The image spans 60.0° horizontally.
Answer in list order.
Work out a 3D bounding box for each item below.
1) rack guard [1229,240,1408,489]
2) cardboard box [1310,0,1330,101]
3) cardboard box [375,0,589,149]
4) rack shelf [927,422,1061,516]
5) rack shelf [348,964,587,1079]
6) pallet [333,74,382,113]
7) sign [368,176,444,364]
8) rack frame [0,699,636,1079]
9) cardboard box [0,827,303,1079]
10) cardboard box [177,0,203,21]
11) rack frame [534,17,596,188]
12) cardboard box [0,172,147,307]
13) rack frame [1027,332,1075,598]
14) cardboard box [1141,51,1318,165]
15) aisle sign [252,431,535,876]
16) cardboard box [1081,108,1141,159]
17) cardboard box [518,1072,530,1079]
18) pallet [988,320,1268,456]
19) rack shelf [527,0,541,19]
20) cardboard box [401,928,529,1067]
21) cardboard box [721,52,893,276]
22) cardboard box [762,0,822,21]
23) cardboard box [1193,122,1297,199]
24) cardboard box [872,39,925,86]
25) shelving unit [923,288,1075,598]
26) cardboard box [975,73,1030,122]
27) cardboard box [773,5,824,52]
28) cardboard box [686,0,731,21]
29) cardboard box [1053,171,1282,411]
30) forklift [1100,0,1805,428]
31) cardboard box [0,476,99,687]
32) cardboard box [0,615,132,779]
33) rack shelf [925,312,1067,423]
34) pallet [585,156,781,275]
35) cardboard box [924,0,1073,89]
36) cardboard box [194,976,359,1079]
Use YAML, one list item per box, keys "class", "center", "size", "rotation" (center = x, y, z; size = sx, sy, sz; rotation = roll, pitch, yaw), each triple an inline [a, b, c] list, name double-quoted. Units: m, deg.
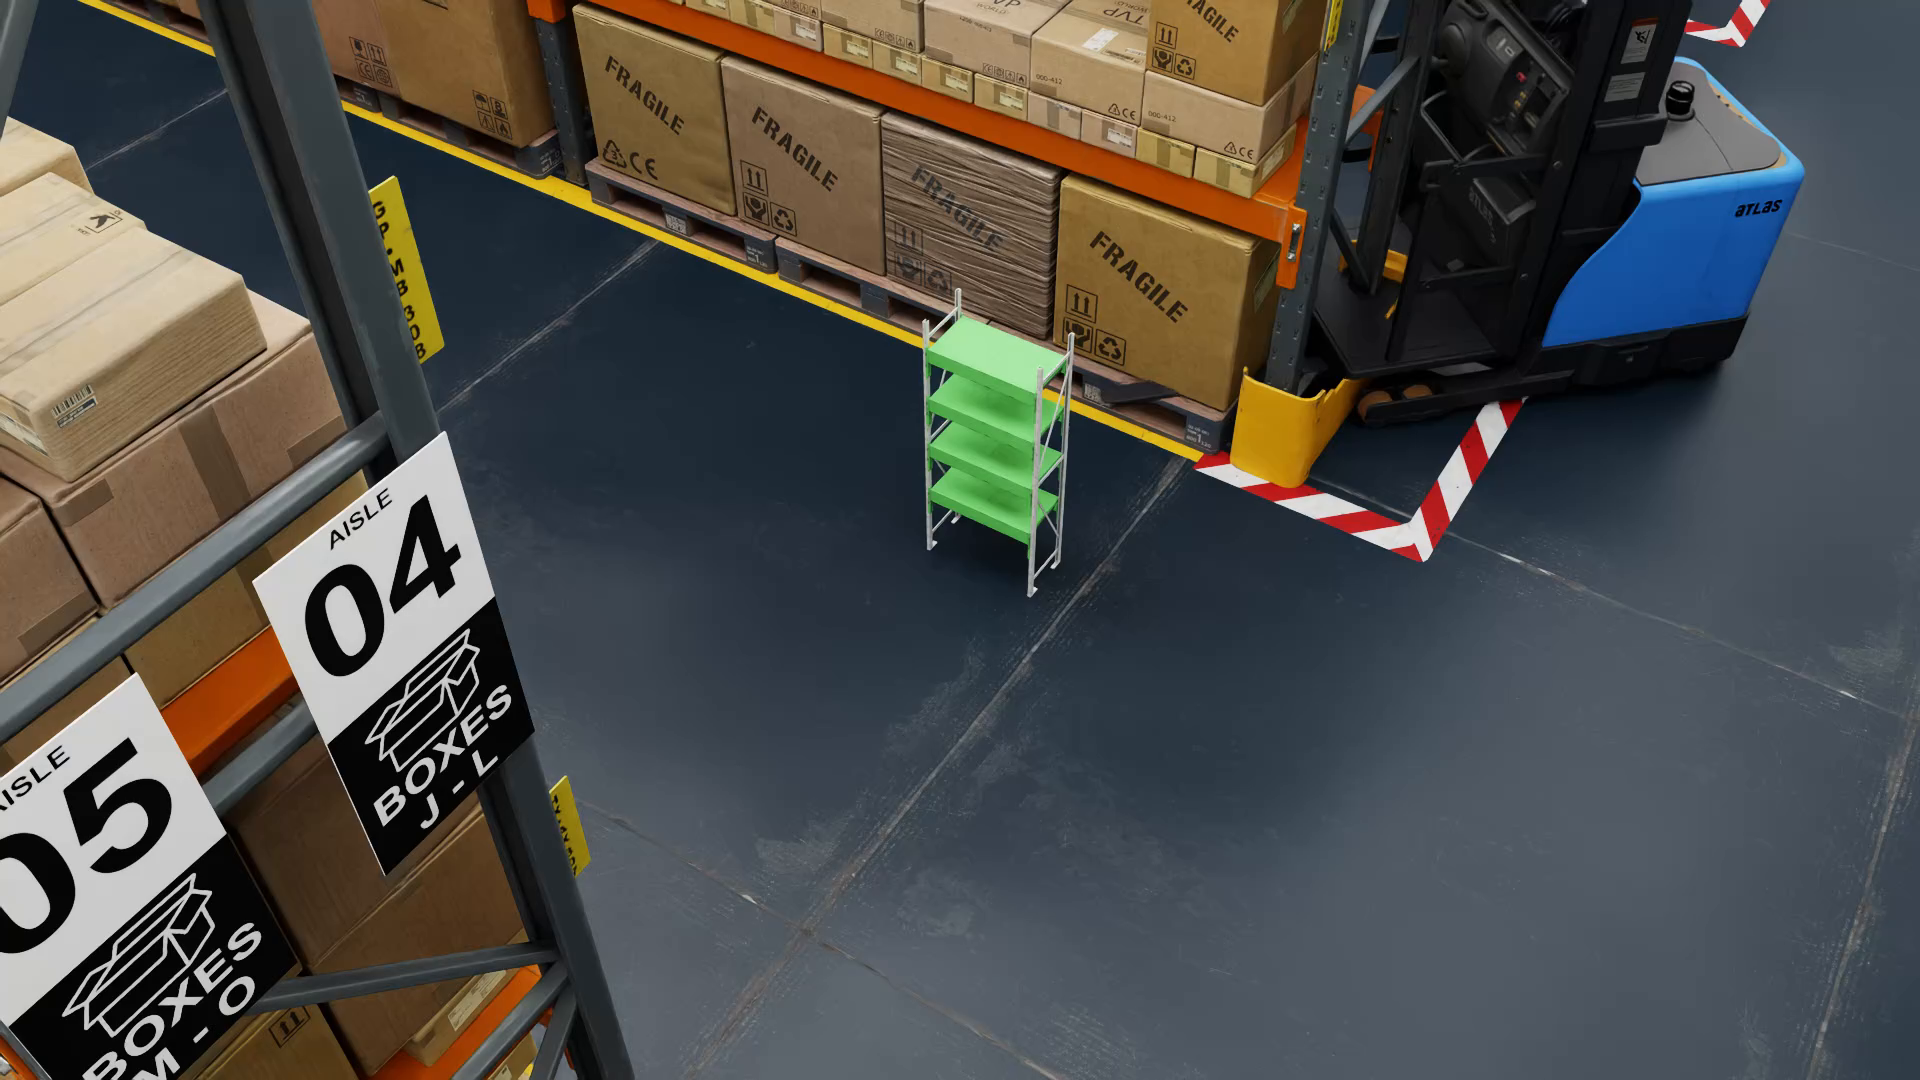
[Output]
- class: "rack guard"
  center: [1.621, -0.798, 7.399]
  size: [0.348, 0.500, 1.175]
  rotation: [25, 51, 22]
- class: "cardboard box"
  center: [1.342, -2.079, 6.797]
  size: [0.500, 0.250, 0.500]
  rotation: [23, 50, 21]
- class: "cardboard box"
  center: [-2.316, -2.869, 8.857]
  size: [0.875, 0.875, 1.225]
  rotation: [25, 51, 22]
- class: "rack shelf"
  center: [0.139, -0.310, 6.525]
  size: [0.480, 0.148, 0.258]
  rotation: [25, 51, 22]
- class: "rack shelf"
  center: [-2.846, 0.753, 4.650]
  size: [4.000, 0.370, 1.077]
  rotation: [25, 51, 22]
- class: "pallet"
  center: [-3.488, -2.980, 9.721]
  size: [1.213, 0.211, 1.003]
  rotation: [25, 51, 22]
- class: "sign"
  center: [-0.870, -0.401, 2.569]
  size: [0.005, 0.325, 0.100]
  rotation: [25, 51, 22]
- class: "rack frame"
  center: [-1.162, 1.277, 3.640]
  size: [0.127, 3.000, 1.000]
  rotation: [25, 51, 22]
- class: "cardboard box"
  center: [-1.682, 0.763, 3.165]
  size: [0.500, 0.500, 0.500]
  rotation: [24, 50, 21]
- class: "cardboard box"
  center: [-3.818, -3.552, 9.521]
  size: [0.875, 0.875, 1.225]
  rotation: [25, 51, 22]
- class: "rack frame"
  center: [-1.767, -3.227, 8.016]
  size: [0.127, 3.000, 1.000]
  rotation: [25, 51, 22]
- class: "cardboard box"
  center: [-1.517, -0.402, 2.657]
  size: [0.250, 0.149, 0.380]
  rotation: [27, 51, 24]
- class: "rack frame"
  center: [0.345, -0.260, 6.387]
  size: [0.015, 1.200, 0.240]
  rotation: [25, 51, 22]
- class: "cardboard box"
  center: [1.049, -1.757, 6.485]
  size: [0.500, 0.250, 0.500]
  rotation: [24, 50, 22]
- class: "aisle sign"
  center: [-0.939, 0.218, 2.856]
  size: [0.004, 0.787, 0.394]
  rotation: [25, 51, 22]
- class: "cardboard box"
  center: [0.691, -1.728, 6.735]
  size: [0.250, 0.149, 0.380]
  rotation: [25, 51, 22]
- class: "cardboard box"
  center: [-1.431, 1.728, 4.896]
  size: [0.250, 0.149, 0.380]
  rotation: [26, 51, 23]
- class: "pallet"
  center: [0.885, -0.969, 7.766]
  size: [1.213, 0.211, 1.003]
  rotation: [25, 51, 22]
- class: "rack shelf"
  center: [-3.450, -3.751, 9.027]
  size: [4.000, 0.370, 1.077]
  rotation: [25, 51, 22]
- class: "cardboard box"
  center: [-1.258, 1.041, 4.044]
  size: [0.250, 0.149, 0.380]
  rotation: [24, 51, 22]
- class: "cardboard box"
  center: [-0.497, -1.981, 7.994]
  size: [0.875, 0.875, 0.875]
  rotation: [25, 51, 22]
- class: "cardboard box"
  center: [-0.657, -2.546, 7.251]
  size: [0.500, 0.250, 0.500]
  rotation: [26, 51, 23]
- class: "cardboard box"
  center: [1.123, -1.530, 6.542]
  size: [0.250, 0.149, 0.380]
  rotation: [26, 51, 23]
- class: "cardboard box"
  center: [-0.164, -2.122, 7.118]
  size: [0.250, 0.149, 0.380]
  rotation: [26, 51, 23]
- class: "shelving unit"
  center: [0.139, -0.354, 6.479]
  size: [0.503, 1.200, 0.258]
  rotation: [25, 51, 22]
- class: "cardboard box"
  center: [0.262, -1.925, 6.926]
  size: [0.250, 0.149, 0.380]
  rotation: [24, 50, 21]
- class: "cardboard box"
  center: [-0.606, -2.323, 7.313]
  size: [0.250, 0.149, 0.380]
  rotation: [25, 51, 23]
- class: "cardboard box"
  center: [-1.032, -2.520, 7.504]
  size: [0.250, 0.149, 0.380]
  rotation: [23, 50, 21]
- class: "cardboard box"
  center: [1.019, -1.284, 7.317]
  size: [0.875, 0.875, 0.875]
  rotation: [25, 51, 22]
- class: "forklift"
  center: [2.026, -1.942, 6.816]
  size: [3.031, 2.935, 1.130]
  rotation: [-9, 47, -9]
- class: "cardboard box"
  center: [-1.687, 0.085, 2.463]
  size: [0.500, 0.250, 0.500]
  rotation: [23, 50, 21]
- class: "cardboard box"
  center: [-1.688, 0.267, 2.634]
  size: [0.500, 0.250, 0.500]
  rotation: [24, 50, 21]
- class: "rack shelf"
  center: [0.139, -0.644, 6.181]
  size: [0.480, 0.148, 0.258]
  rotation: [25, 51, 22]
- class: "pallet"
  center: [-1.169, -1.914, 8.684]
  size: [1.213, 0.211, 1.003]
  rotation: [25, 51, 22]
- class: "cardboard box"
  center: [0.194, -2.151, 6.868]
  size: [0.500, 0.250, 0.500]
  rotation: [23, 50, 21]
- class: "cardboard box"
  center: [-1.680, 1.119, 3.515]
  size: [0.500, 0.500, 0.500]
  rotation: [26, 51, 23]
